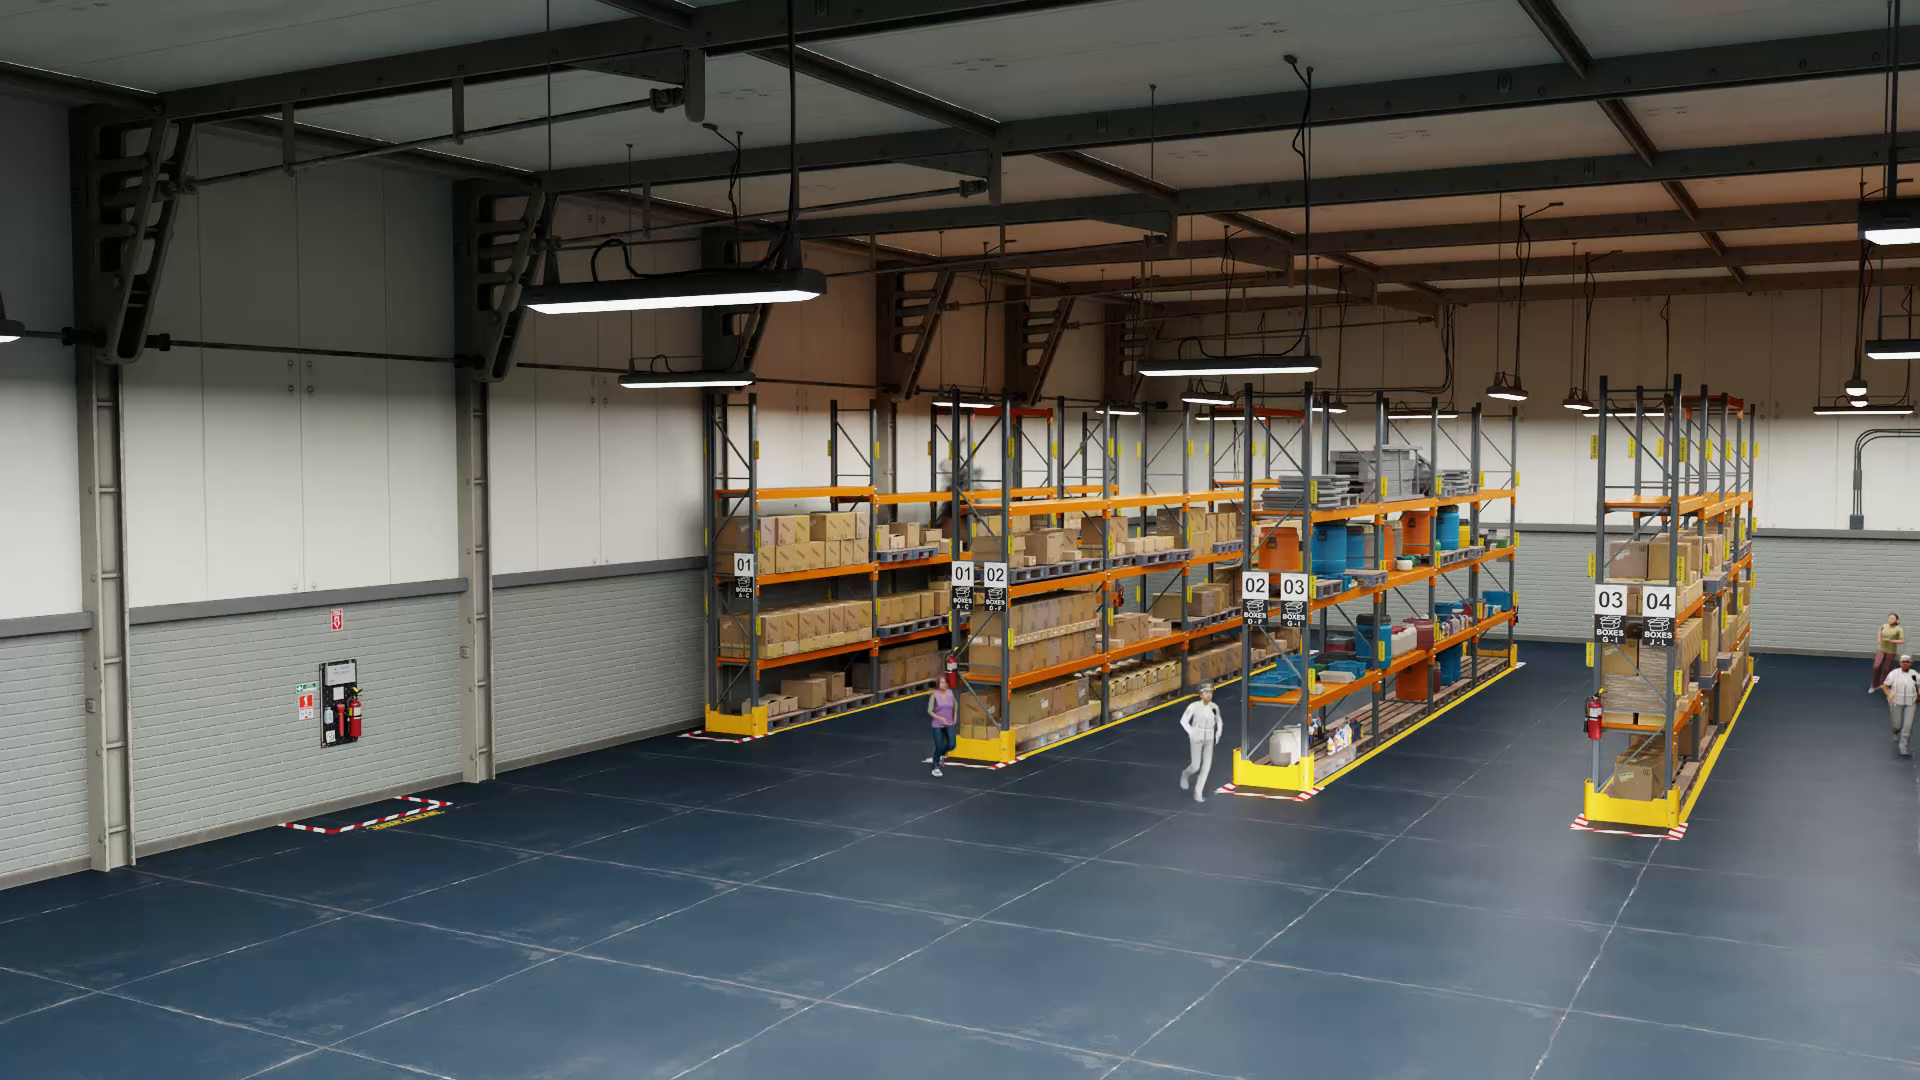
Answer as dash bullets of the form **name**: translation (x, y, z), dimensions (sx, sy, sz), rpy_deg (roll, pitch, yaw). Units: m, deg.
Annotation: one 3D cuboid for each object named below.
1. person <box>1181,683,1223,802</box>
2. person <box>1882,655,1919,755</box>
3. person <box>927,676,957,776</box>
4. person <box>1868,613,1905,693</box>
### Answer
- **person**: translation (3.499, 2.896, 23.975), dimensions (0.636, 1.668, 0.640), rpy_deg (-1, 3, -11)
- **person**: translation (15.579, 2.703, 27.443), dimensions (0.626, 1.624, 0.730), rpy_deg (1, 3, 23)
- **person**: translation (-0.234, 2.852, 25.452), dimensions (0.570, 1.554, 0.606), rpy_deg (-1, 3, -24)
- **person**: translation (19.182, 2.345, 34.293), dimensions (0.761, 1.715, 0.618), rpy_deg (-3, 4, -44)
